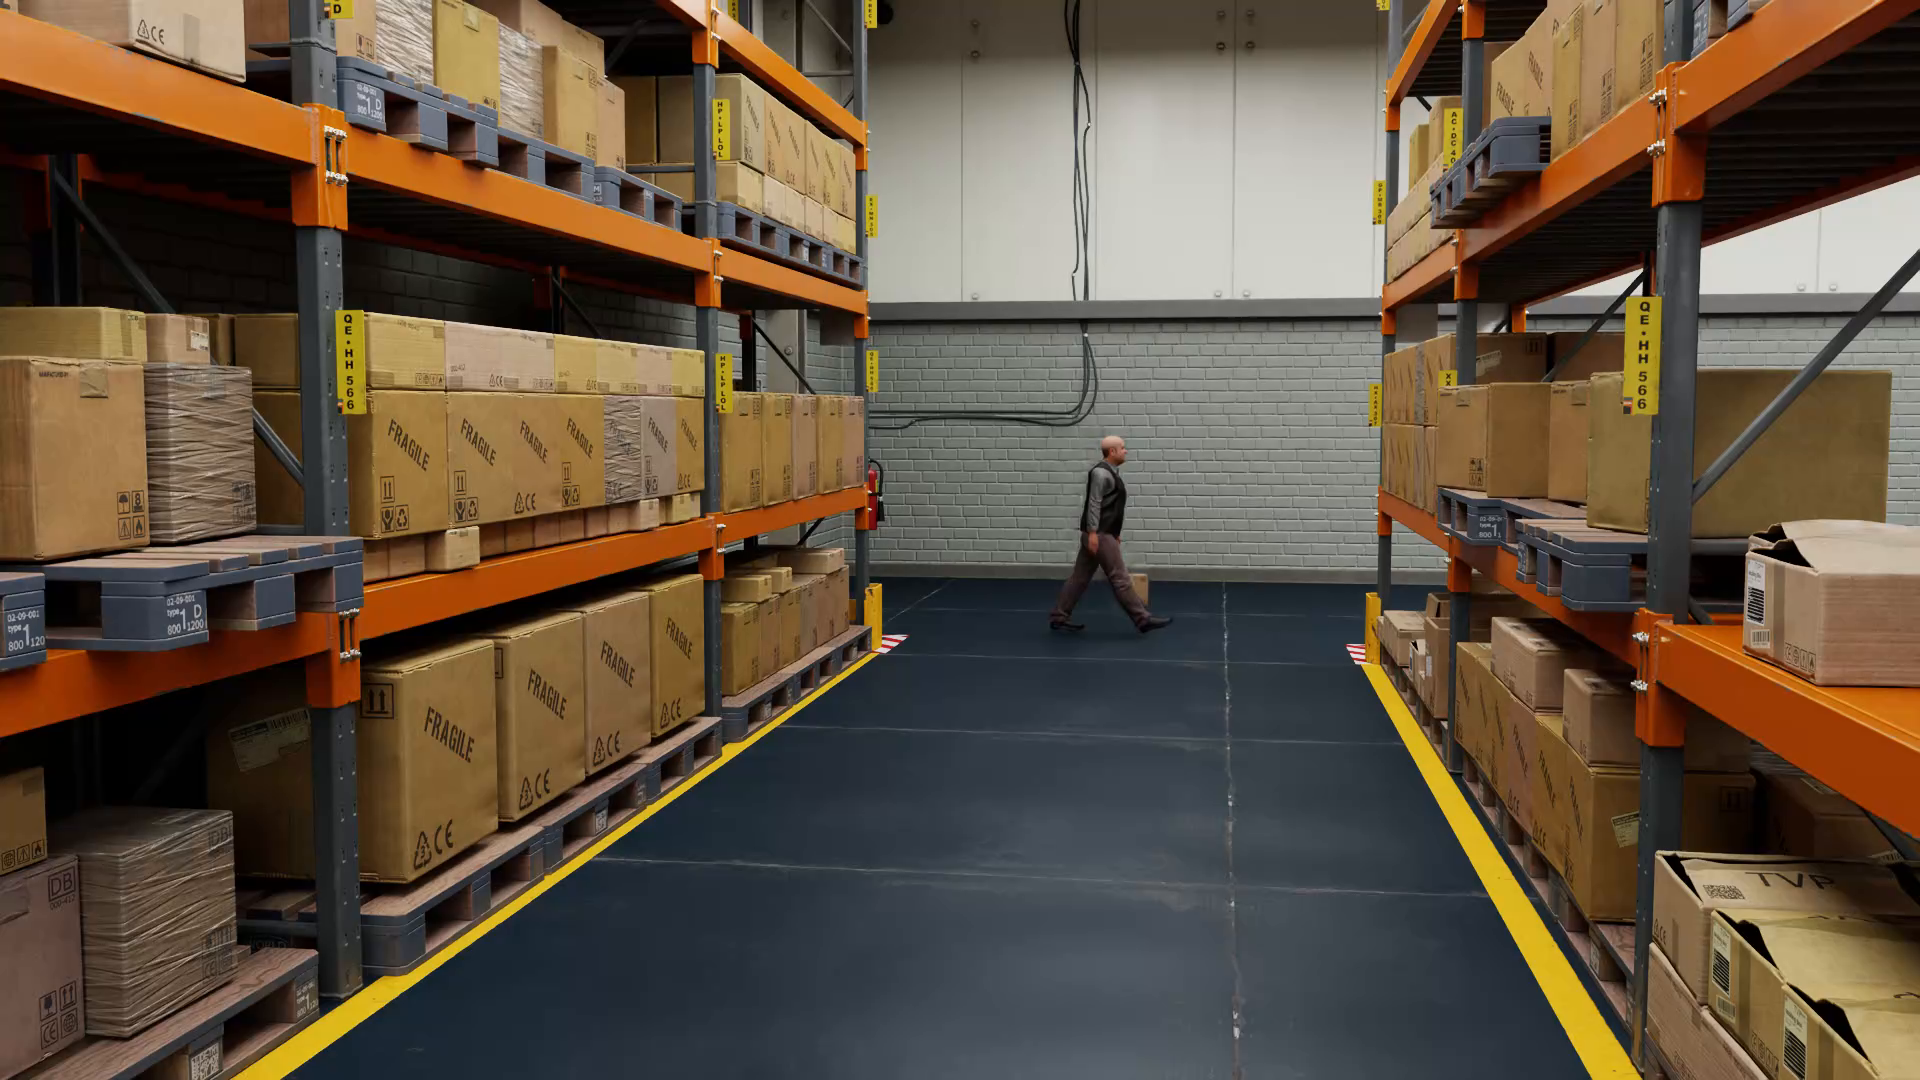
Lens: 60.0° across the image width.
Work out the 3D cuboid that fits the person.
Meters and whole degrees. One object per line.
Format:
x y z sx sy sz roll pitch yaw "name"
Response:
1.270 -0.050 13.995 1.067 1.652 0.547 1 4 8 "person"
